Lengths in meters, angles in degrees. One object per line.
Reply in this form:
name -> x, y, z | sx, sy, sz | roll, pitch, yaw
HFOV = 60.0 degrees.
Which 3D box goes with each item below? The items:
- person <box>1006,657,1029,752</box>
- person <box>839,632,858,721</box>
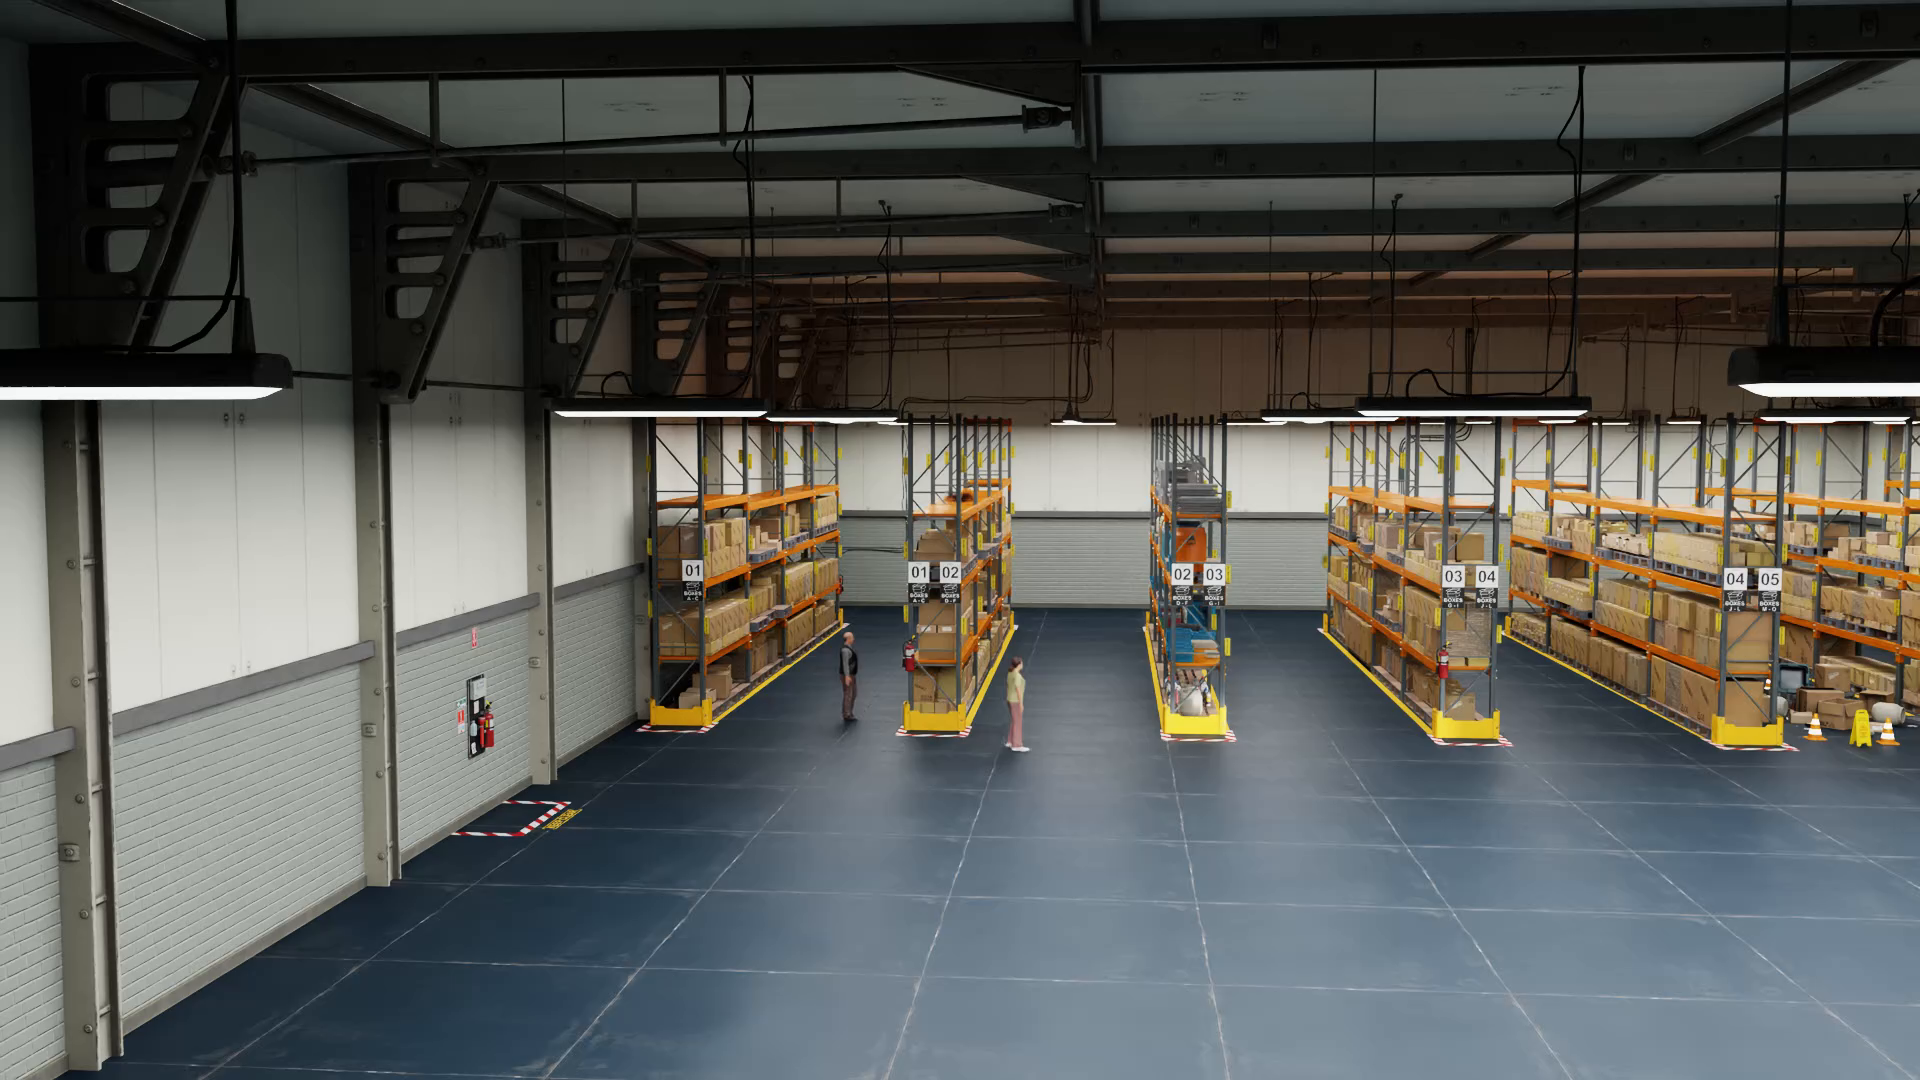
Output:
person -> 1.007, 2.938, 29.539 | 0.346, 1.740, 0.537 | -1, 4, -21
person -> -2.185, 2.752, 32.625 | 0.373, 1.716, 0.594 | 0, 4, 4
